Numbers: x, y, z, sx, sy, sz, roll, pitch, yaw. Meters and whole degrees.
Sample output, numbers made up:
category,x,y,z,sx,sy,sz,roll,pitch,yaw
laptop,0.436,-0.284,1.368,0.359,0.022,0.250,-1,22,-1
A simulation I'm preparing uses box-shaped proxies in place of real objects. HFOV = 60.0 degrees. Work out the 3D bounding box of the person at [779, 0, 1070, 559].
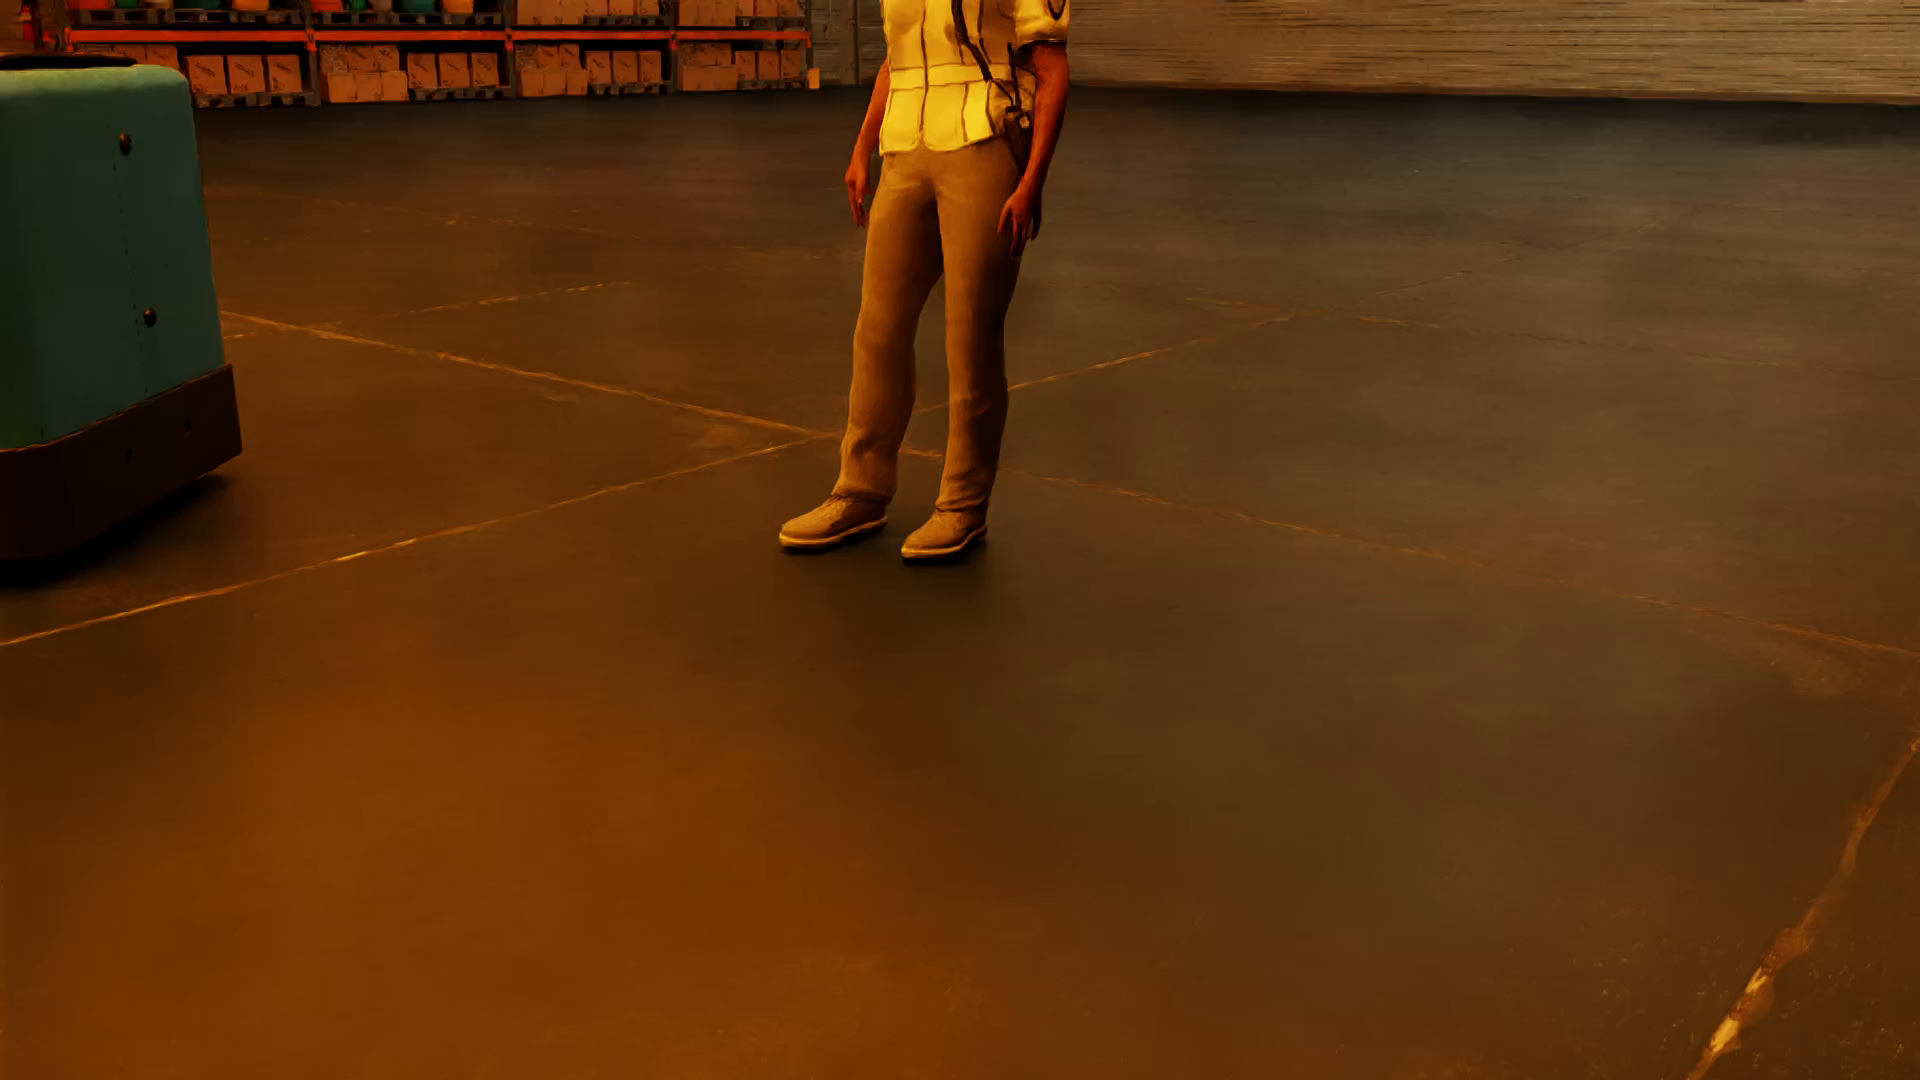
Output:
category,x,y,z,sx,sy,sz,roll,pitch,yaw
person,-0.063,-0.805,3.650,0.570,1.695,0.529,13,21,37

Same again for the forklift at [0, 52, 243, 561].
category,x,y,z,sx,sy,sz,roll,pitch,yaw
forklift,-3.445,-1.445,3.655,3.031,2.935,1.130,0,17,0
